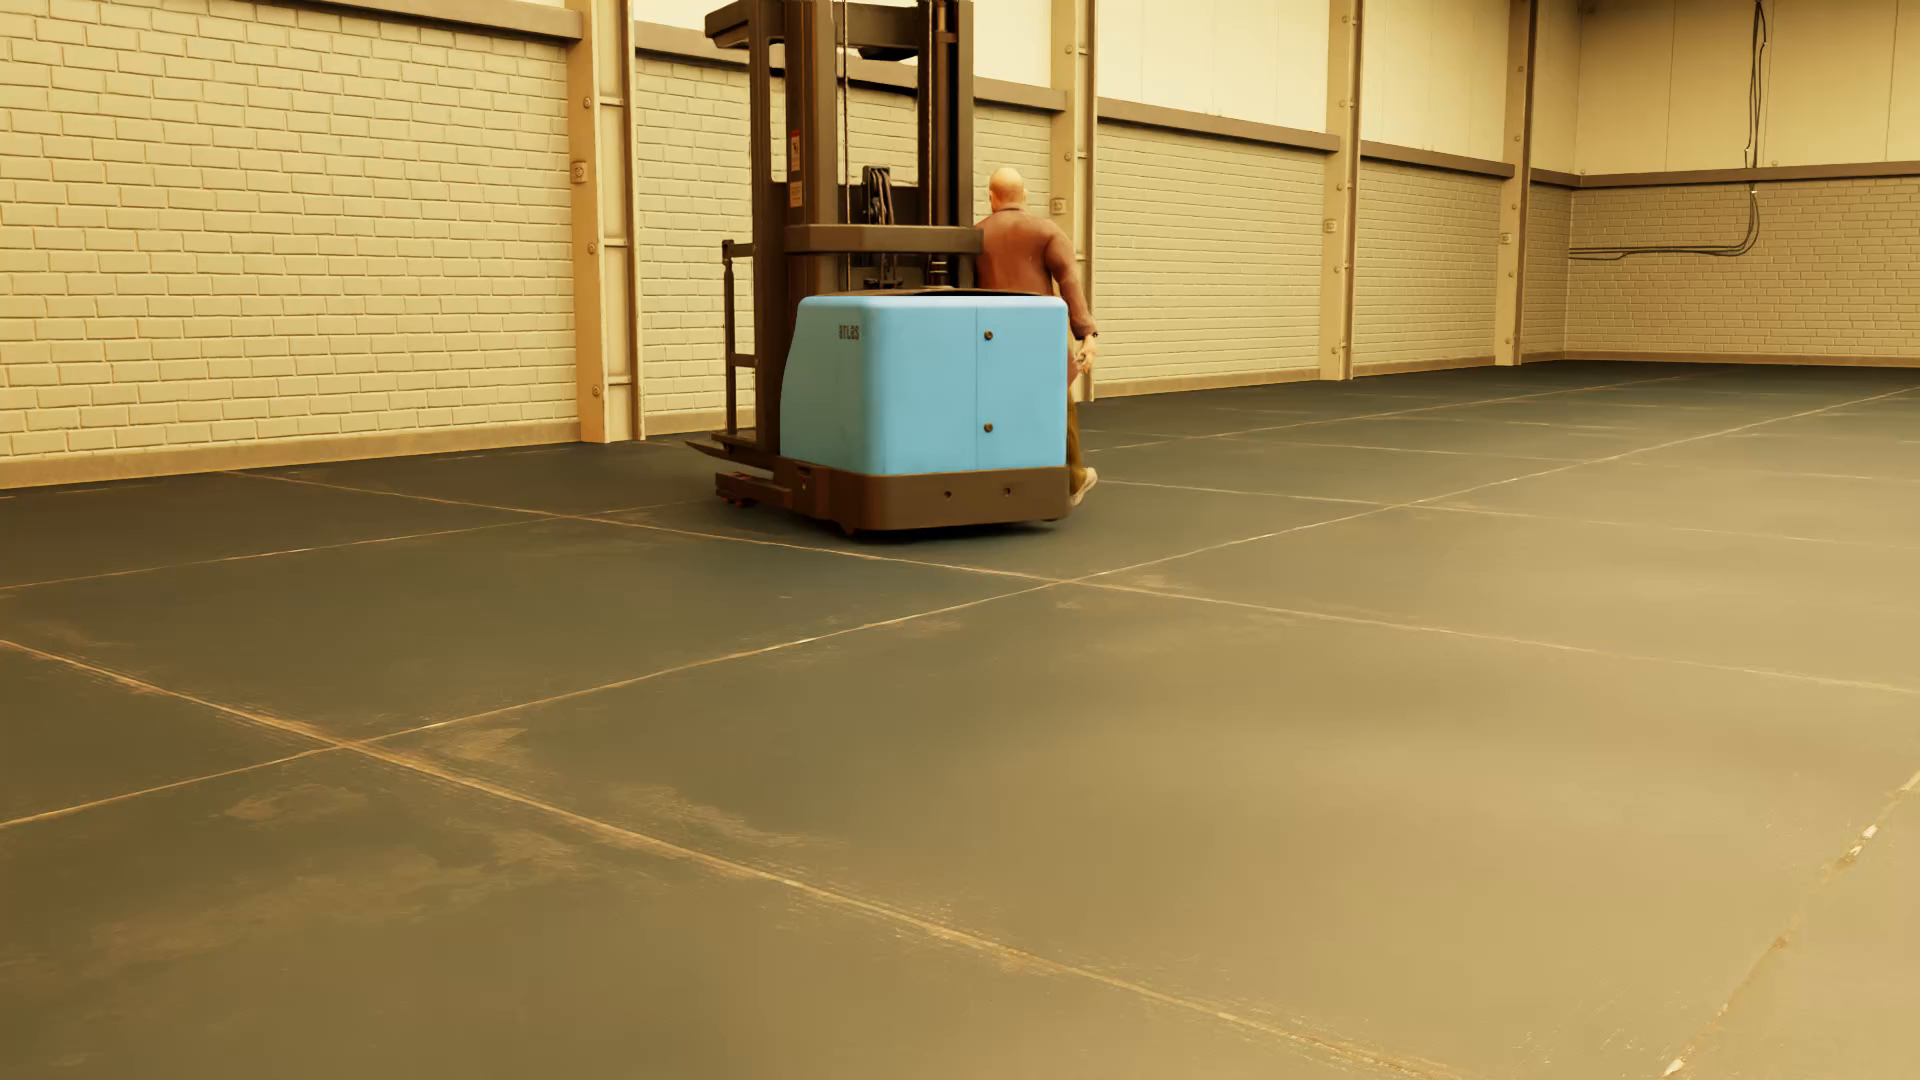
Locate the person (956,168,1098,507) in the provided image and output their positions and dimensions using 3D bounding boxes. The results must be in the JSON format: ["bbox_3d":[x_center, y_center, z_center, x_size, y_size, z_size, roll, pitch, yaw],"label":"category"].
[{"bbox_3d":[0.342,-0.994,8.339,0.799,1.703,0.991,3,9,18],"label":"person"}]

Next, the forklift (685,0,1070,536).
[{"bbox_3d":[-0.628,-1.642,8.505,1.130,2.935,3.031,-4,9,-27],"label":"forklift"}]
